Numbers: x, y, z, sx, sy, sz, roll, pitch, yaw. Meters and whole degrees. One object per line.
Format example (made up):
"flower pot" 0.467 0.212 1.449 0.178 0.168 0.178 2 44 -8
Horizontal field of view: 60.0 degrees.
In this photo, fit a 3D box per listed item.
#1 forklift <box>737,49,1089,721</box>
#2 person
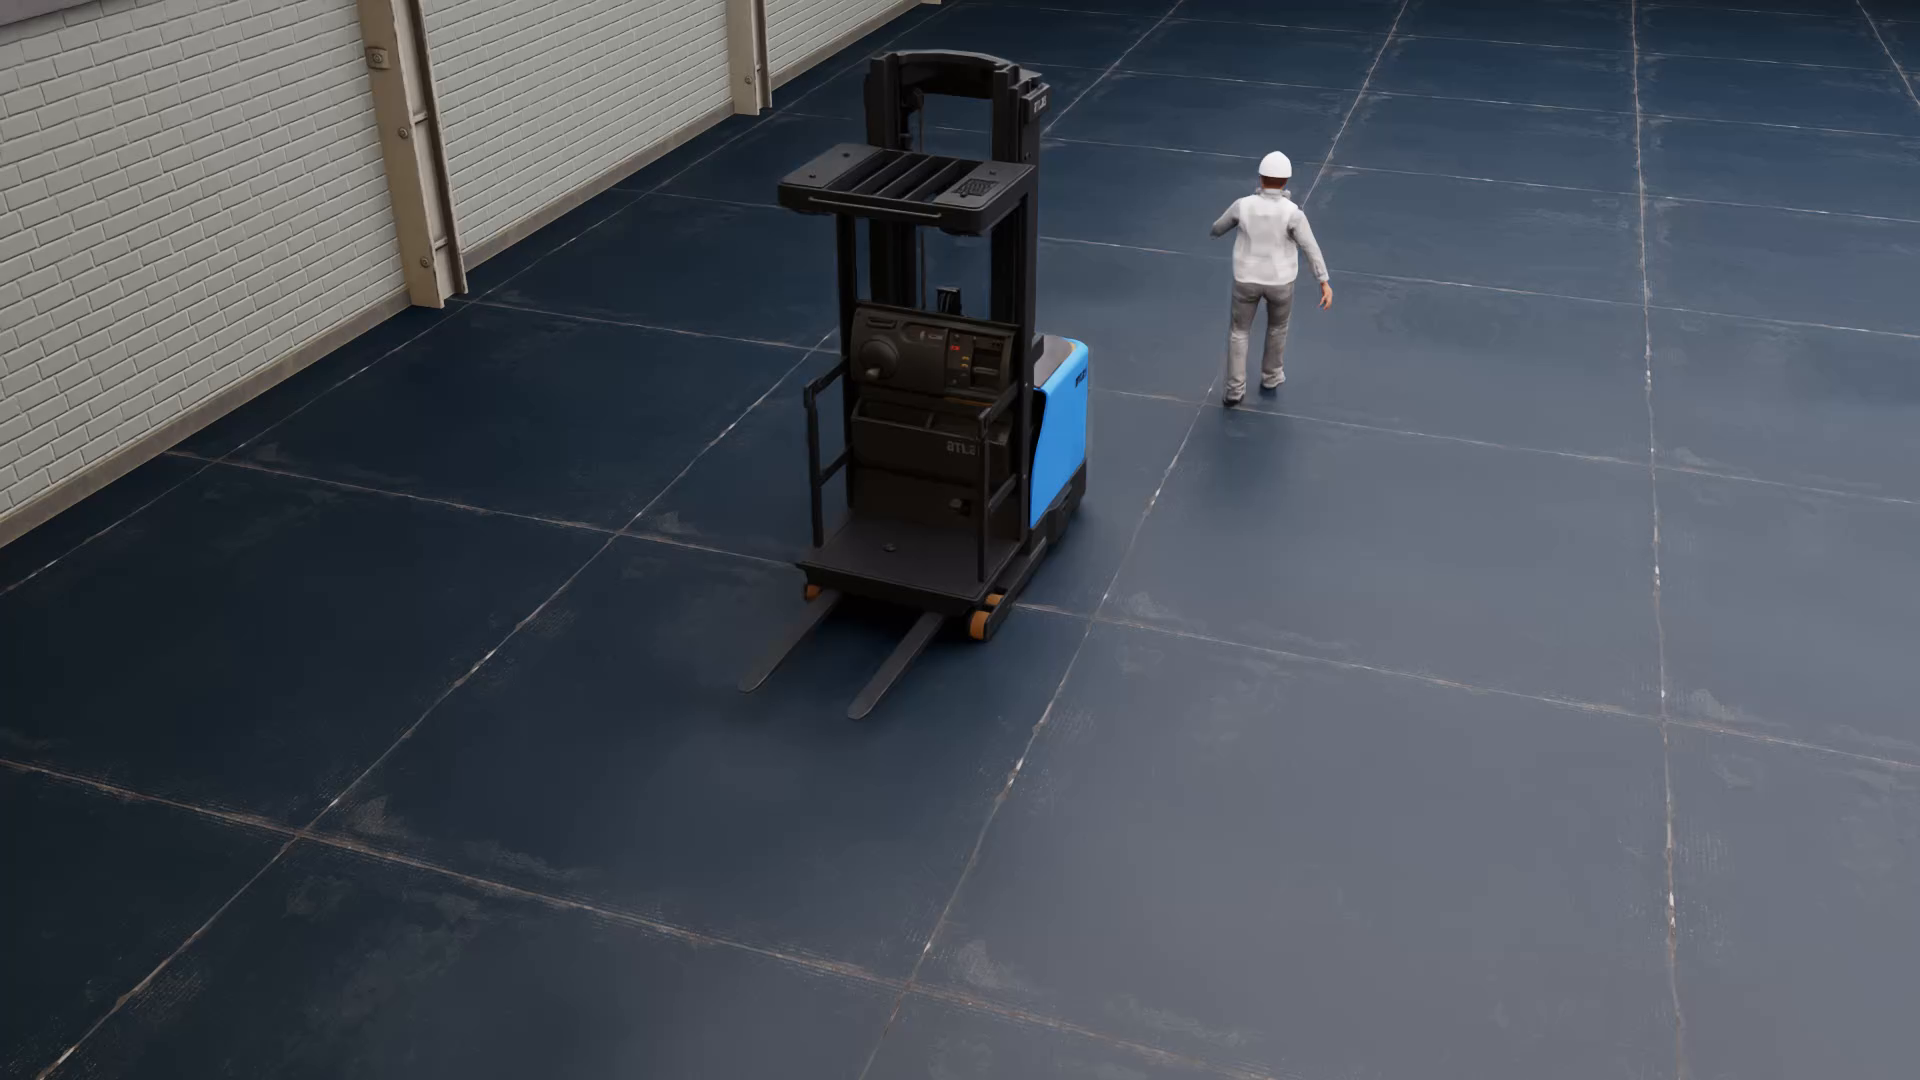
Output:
"forklift" -0.235 -0.958 8.817 1.130 2.935 3.031 11 32 19
"person" 2.141 -1.835 11.563 0.934 1.753 0.751 9 31 15
